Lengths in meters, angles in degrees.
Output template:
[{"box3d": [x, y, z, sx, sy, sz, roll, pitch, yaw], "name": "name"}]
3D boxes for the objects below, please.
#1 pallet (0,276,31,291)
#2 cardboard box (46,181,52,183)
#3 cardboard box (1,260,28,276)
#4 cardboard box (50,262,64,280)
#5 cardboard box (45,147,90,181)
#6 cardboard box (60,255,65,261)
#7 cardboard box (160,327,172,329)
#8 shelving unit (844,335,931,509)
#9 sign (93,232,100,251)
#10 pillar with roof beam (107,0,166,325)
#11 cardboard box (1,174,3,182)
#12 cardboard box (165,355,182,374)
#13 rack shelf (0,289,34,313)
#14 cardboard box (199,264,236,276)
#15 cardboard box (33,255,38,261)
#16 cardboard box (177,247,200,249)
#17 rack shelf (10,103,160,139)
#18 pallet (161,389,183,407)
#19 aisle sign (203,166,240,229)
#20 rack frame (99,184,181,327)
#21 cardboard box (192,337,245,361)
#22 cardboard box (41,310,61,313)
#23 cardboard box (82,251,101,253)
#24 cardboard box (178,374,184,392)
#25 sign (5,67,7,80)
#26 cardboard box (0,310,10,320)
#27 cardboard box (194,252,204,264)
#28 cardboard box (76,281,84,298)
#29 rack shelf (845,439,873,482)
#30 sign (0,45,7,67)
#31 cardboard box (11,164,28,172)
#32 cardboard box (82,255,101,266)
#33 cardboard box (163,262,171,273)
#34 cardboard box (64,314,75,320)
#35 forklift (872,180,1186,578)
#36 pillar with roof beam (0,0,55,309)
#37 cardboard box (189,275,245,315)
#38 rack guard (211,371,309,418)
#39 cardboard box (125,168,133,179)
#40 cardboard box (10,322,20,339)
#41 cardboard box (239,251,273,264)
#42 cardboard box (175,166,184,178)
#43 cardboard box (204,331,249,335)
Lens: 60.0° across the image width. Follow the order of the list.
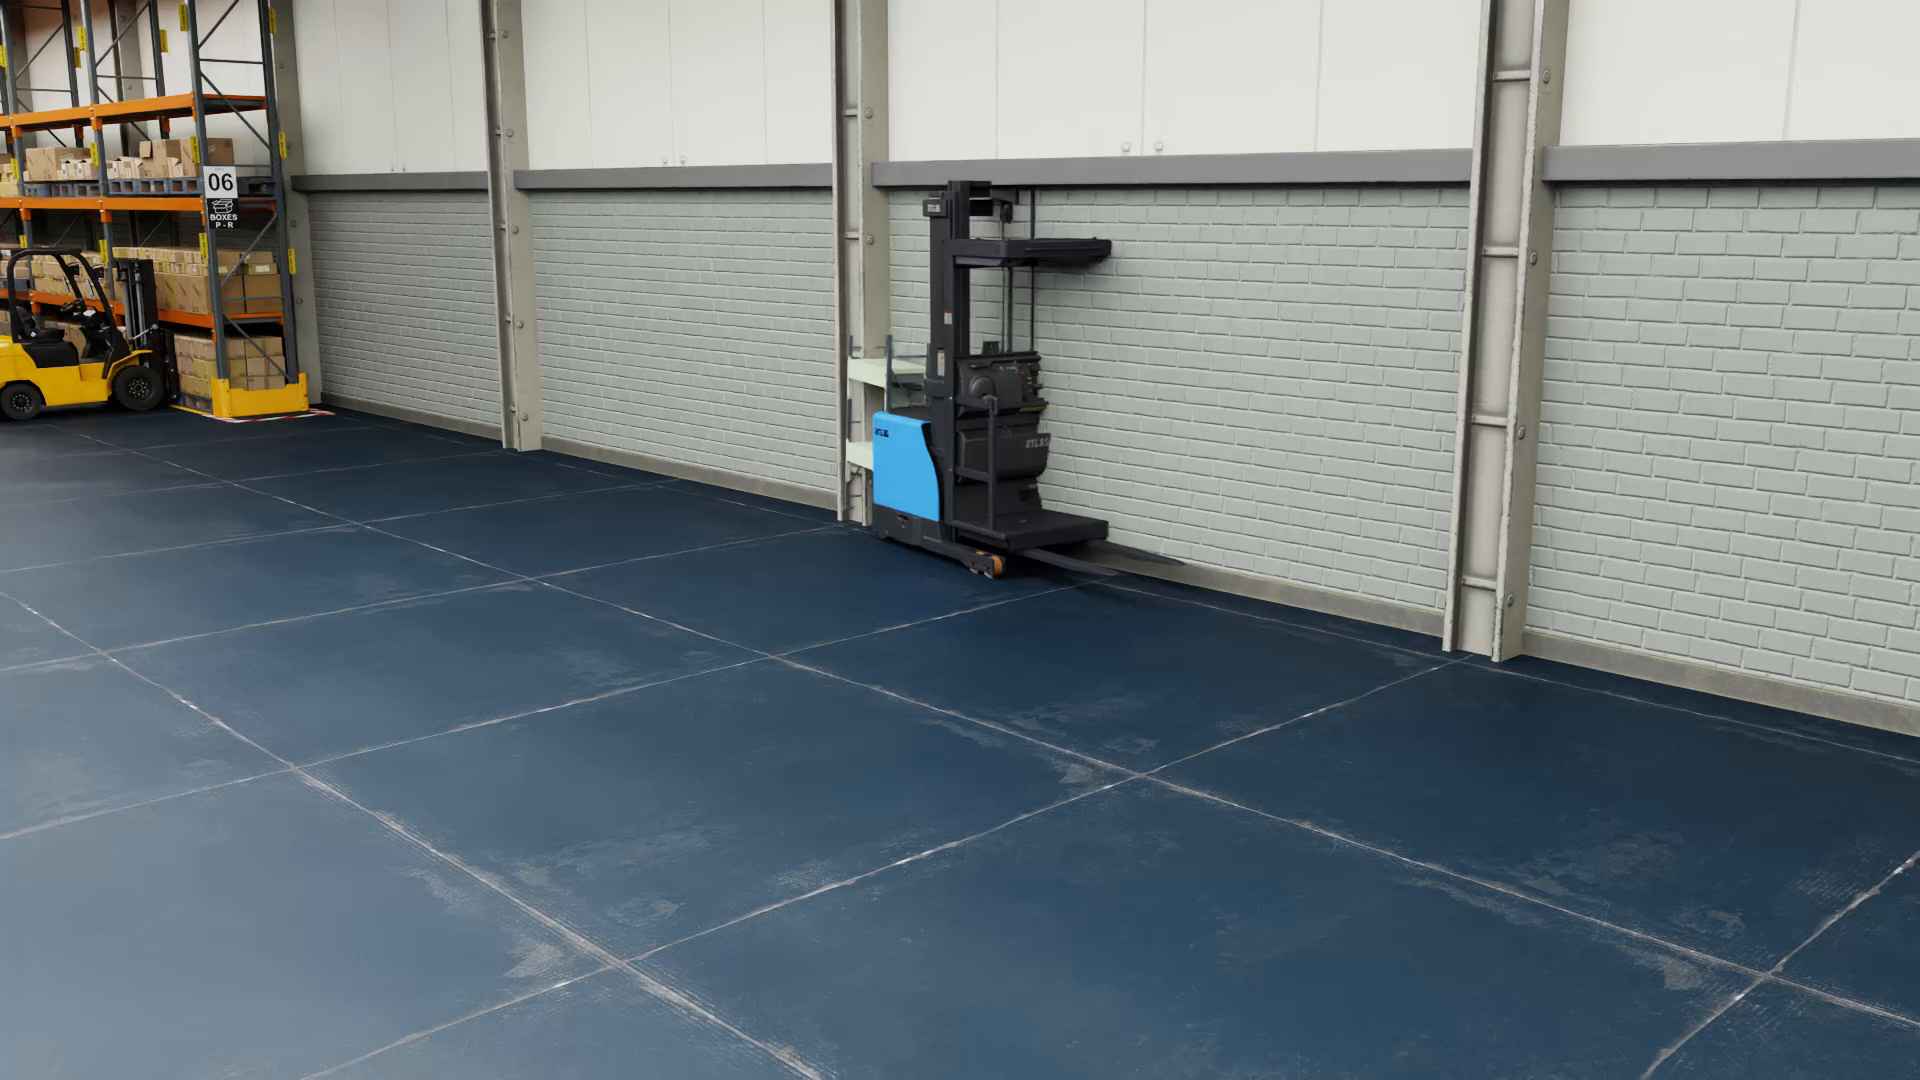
[{"box3d": [-15.345, -4.328, 27.961, 1.213, 0.211, 1.003, -11, 16, -43], "name": "pallet"}, {"box3d": [-15.066, -6.049, 27.790, 0.380, 0.149, 0.250, -11, 16, -43], "name": "cardboard box"}, {"box3d": [-15.789, -4.574, 28.010, 0.500, 0.250, 0.500, 11, 16, 42], "name": "cardboard box"}, {"box3d": [-14.004, -4.253, 26.256, 0.500, 0.250, 0.500, 11, 16, 44], "name": "cardboard box"}, {"box3d": [-13.800, -5.818, 25.745, 0.500, 0.500, 0.500, -10, 16, -41], "name": "cardboard box"}, {"box3d": [-13.921, -4.425, 26.102, 0.380, 0.149, 0.250, -10, 16, -41], "name": "cardboard box"}, {"box3d": [-11.611, -2.908, 23.886, 0.500, 0.250, 0.500, -11, 16, -42], "name": "cardboard box"}, {"box3d": [-0.619, -0.946, 14.082, 0.431, 1.500, 0.755, -5, 14, -29], "name": "shelving unit"}, {"box3d": [-14.427, -4.978, 27.770, 0.100, 0.325, 0.005, -11, 16, -43], "name": "sign"}, {"box3d": [-16.388, -6.607, 23.678, 9.100, 9.000, 0.400, -11, 16, -43], "name": "pillar with roof beam"}, {"box3d": [-15.913, -6.098, 28.027, 0.380, 0.149, 0.250, -11, 16, -42], "name": "cardboard box"}, {"box3d": [-10.574, -2.444, 22.874, 0.500, 0.250, 0.500, -11, 16, -44], "name": "cardboard box"}, {"box3d": [-16.208, -4.273, 28.999, 1.077, 0.370, 4.000, -11, 16, -43], "name": "rack shelf"}, {"box3d": [-9.744, -3.544, 21.823, 0.380, 0.149, 0.250, -11, 16, -42], "name": "cardboard box"}, {"box3d": [-14.819, -4.612, 27.009, 0.380, 0.149, 0.250, -10, 15, -41], "name": "cardboard box"}, {"box3d": [-11.071, -4.150, 24.029, 0.380, 0.149, 0.250, -11, 16, -44], "name": "cardboard box"}, {"box3d": [-13.445, -6.431, 25.600, 1.077, 0.370, 4.000, -11, 16, -43], "name": "rack shelf"}, {"box3d": [-10.699, -2.084, 23.501, 1.003, 0.211, 1.213, -11, 16, -43], "name": "pallet"}, {"box3d": [-9.469, -4.388, 21.335, 0.394, 0.787, 0.004, -11, 16, -43], "name": "aisle sign"}, {"box3d": [-12.064, -3.749, 24.676, 1.000, 3.000, 0.127, -11, 16, -43], "name": "rack frame"}, {"box3d": [-9.845, -2.538, 22.092, 0.500, 0.250, 0.500, -10, 15, -41], "name": "cardboard box"}, {"box3d": [-15.893, -3.933, 29.114, 0.380, 0.149, 0.250, -11, 16, -42], "name": "cardboard box"}, {"box3d": [-14.059, -4.611, 27.006, 0.380, 0.149, 0.250, -11, 16, -43], "name": "cardboard box"}, {"box3d": [-10.530, -2.197, 22.916, 0.500, 0.250, 0.500, -11, 16, -42], "name": "cardboard box"}, {"box3d": [-17.192, -8.468, 30.007, 0.100, 0.325, 0.005, -11, 16, -43], "name": "sign"}, {"box3d": [-16.756, -3.981, 29.348, 0.380, 0.149, 0.250, -11, 16, -43], "name": "cardboard box"}, {"box3d": [-9.895, -3.732, 22.002, 0.380, 0.149, 0.250, -11, 16, -42], "name": "cardboard box"}, {"box3d": [-13.273, -3.862, 25.596, 0.500, 0.250, 0.500, -11, 16, -42], "name": "cardboard box"}, {"box3d": [-0.631, -0.628, 14.151, 0.431, 0.370, 0.720, -5, 14, -29], "name": "rack shelf"}, {"box3d": [-15.212, -7.691, 26.428, 0.100, 0.325, 0.005, -11, 16, -43], "name": "sign"}, {"box3d": [-15.278, -6.079, 27.195, 0.380, 0.149, 0.250, -10, 15, -41], "name": "cardboard box"}, {"box3d": [-13.061, -4.233, 25.168, 0.250, 0.149, 0.380, 11, 16, 43], "name": "cardboard box"}, {"box3d": [-10.648, -3.727, 22.715, 0.380, 0.149, 0.250, -11, 16, -42], "name": "cardboard box"}, {"box3d": [-14.961, -3.752, 28.234, 0.380, 0.149, 0.250, -10, 15, -40], "name": "cardboard box"}, {"box3d": [0.502, -1.260, 12.762, 1.130, 2.935, 3.031, -8, 14, -33], "name": "forklift"}, {"box3d": [-20.531, -7.482, 27.928, 9.100, 9.000, 0.548, -11, 16, -43], "name": "pillar with roof beam"}, {"box3d": [-9.832, -3.250, 22.003, 0.500, 0.500, 0.500, -11, 16, -44], "name": "cardboard box"}, {"box3d": [-9.285, -1.938, 22.078, 1.175, 0.500, 0.348, -11, 16, -43], "name": "rack guard"}, {"box3d": [-11.443, -5.130, 23.278, 0.380, 0.149, 0.250, -10, 15, -41], "name": "cardboard box"}, {"box3d": [-15.975, -3.497, 28.604, 0.500, 0.500, 0.500, -10, 15, -40], "name": "cardboard box"}, {"box3d": [-9.379, -3.757, 22.119, 0.380, 0.149, 0.250, -11, 16, -44], "name": "cardboard box"}, {"box3d": [-10.094, -4.845, 21.894, 0.250, 0.149, 0.380, 11, 16, 44], "name": "cardboard box"}, {"box3d": [-10.182, -2.758, 23.158, 0.500, 0.250, 0.500, -11, 16, -43], "name": "cardboard box"}]
